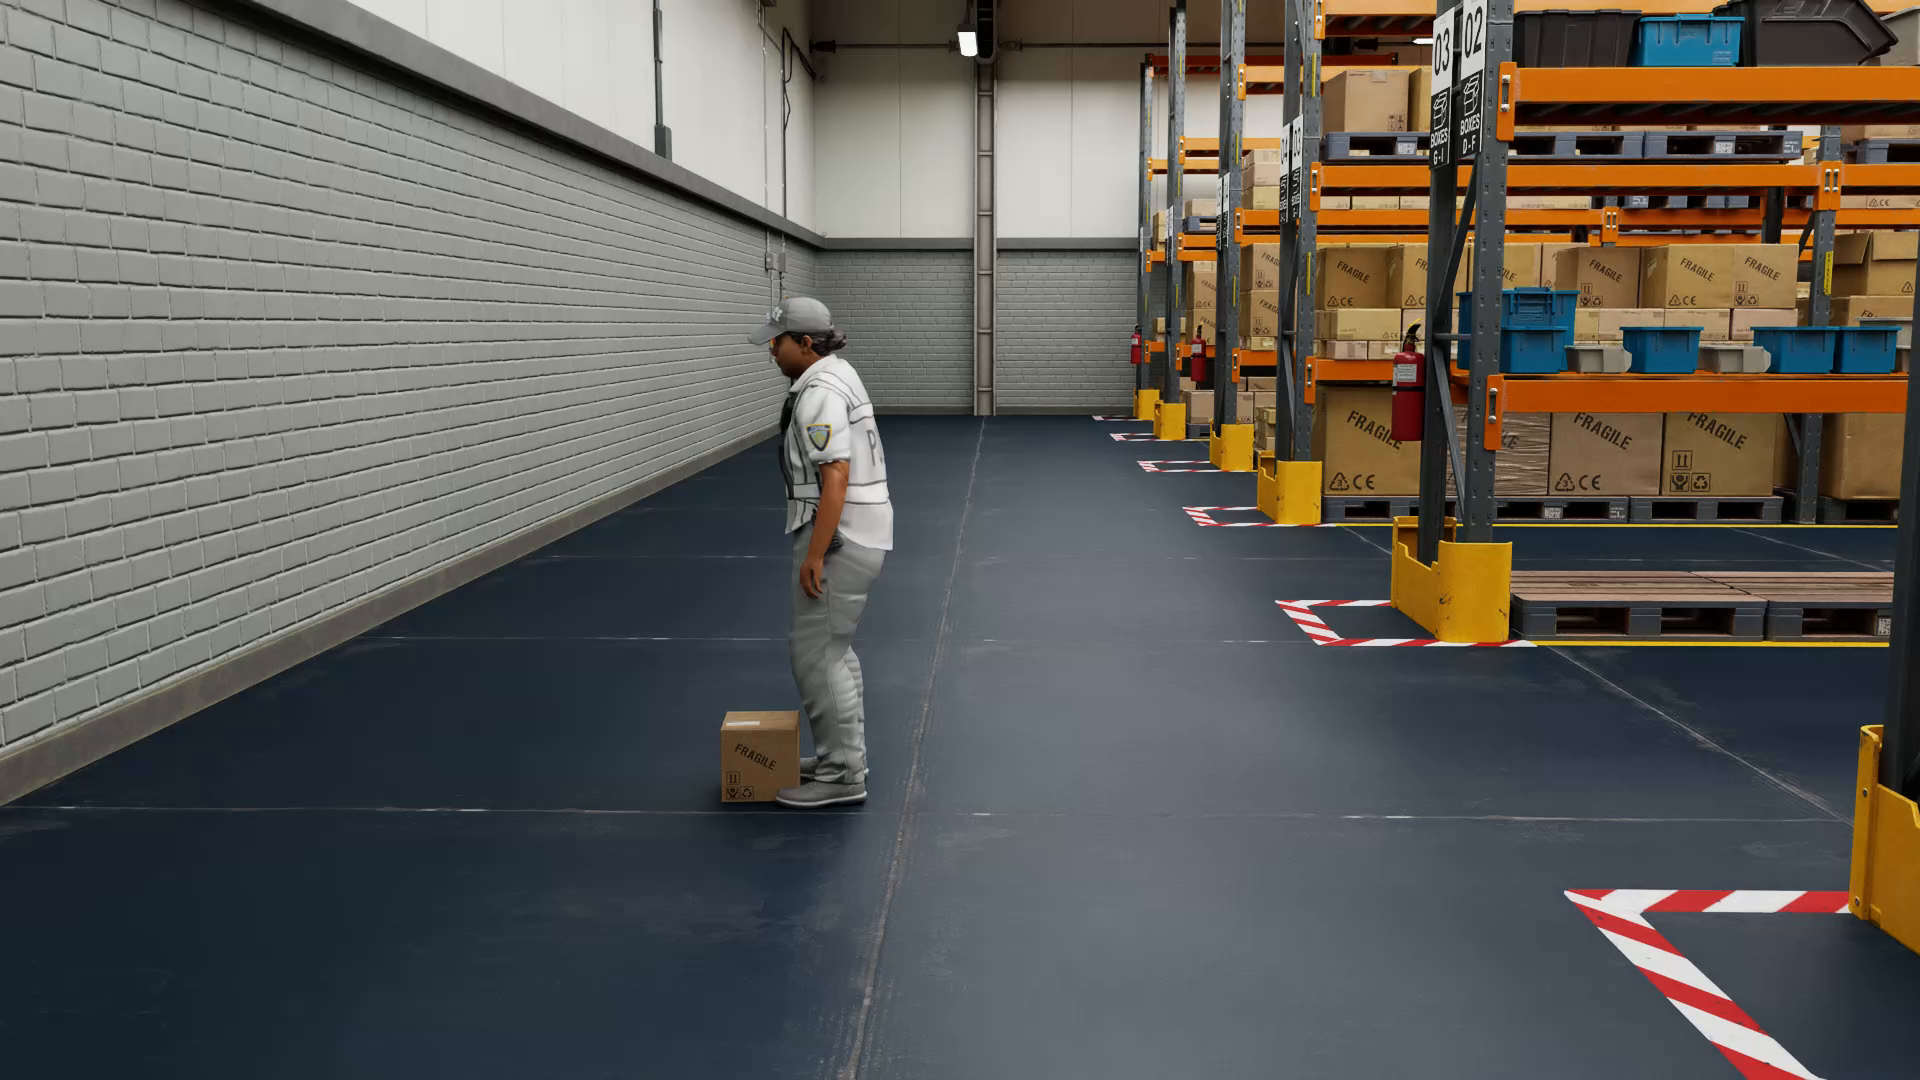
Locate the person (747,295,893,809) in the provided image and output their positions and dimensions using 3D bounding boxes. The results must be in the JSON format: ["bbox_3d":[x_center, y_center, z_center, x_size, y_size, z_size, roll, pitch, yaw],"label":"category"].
[{"bbox_3d":[-0.457,0.029,5.530,0.473,1.666,0.548,0,7,0],"label":"person"}]
